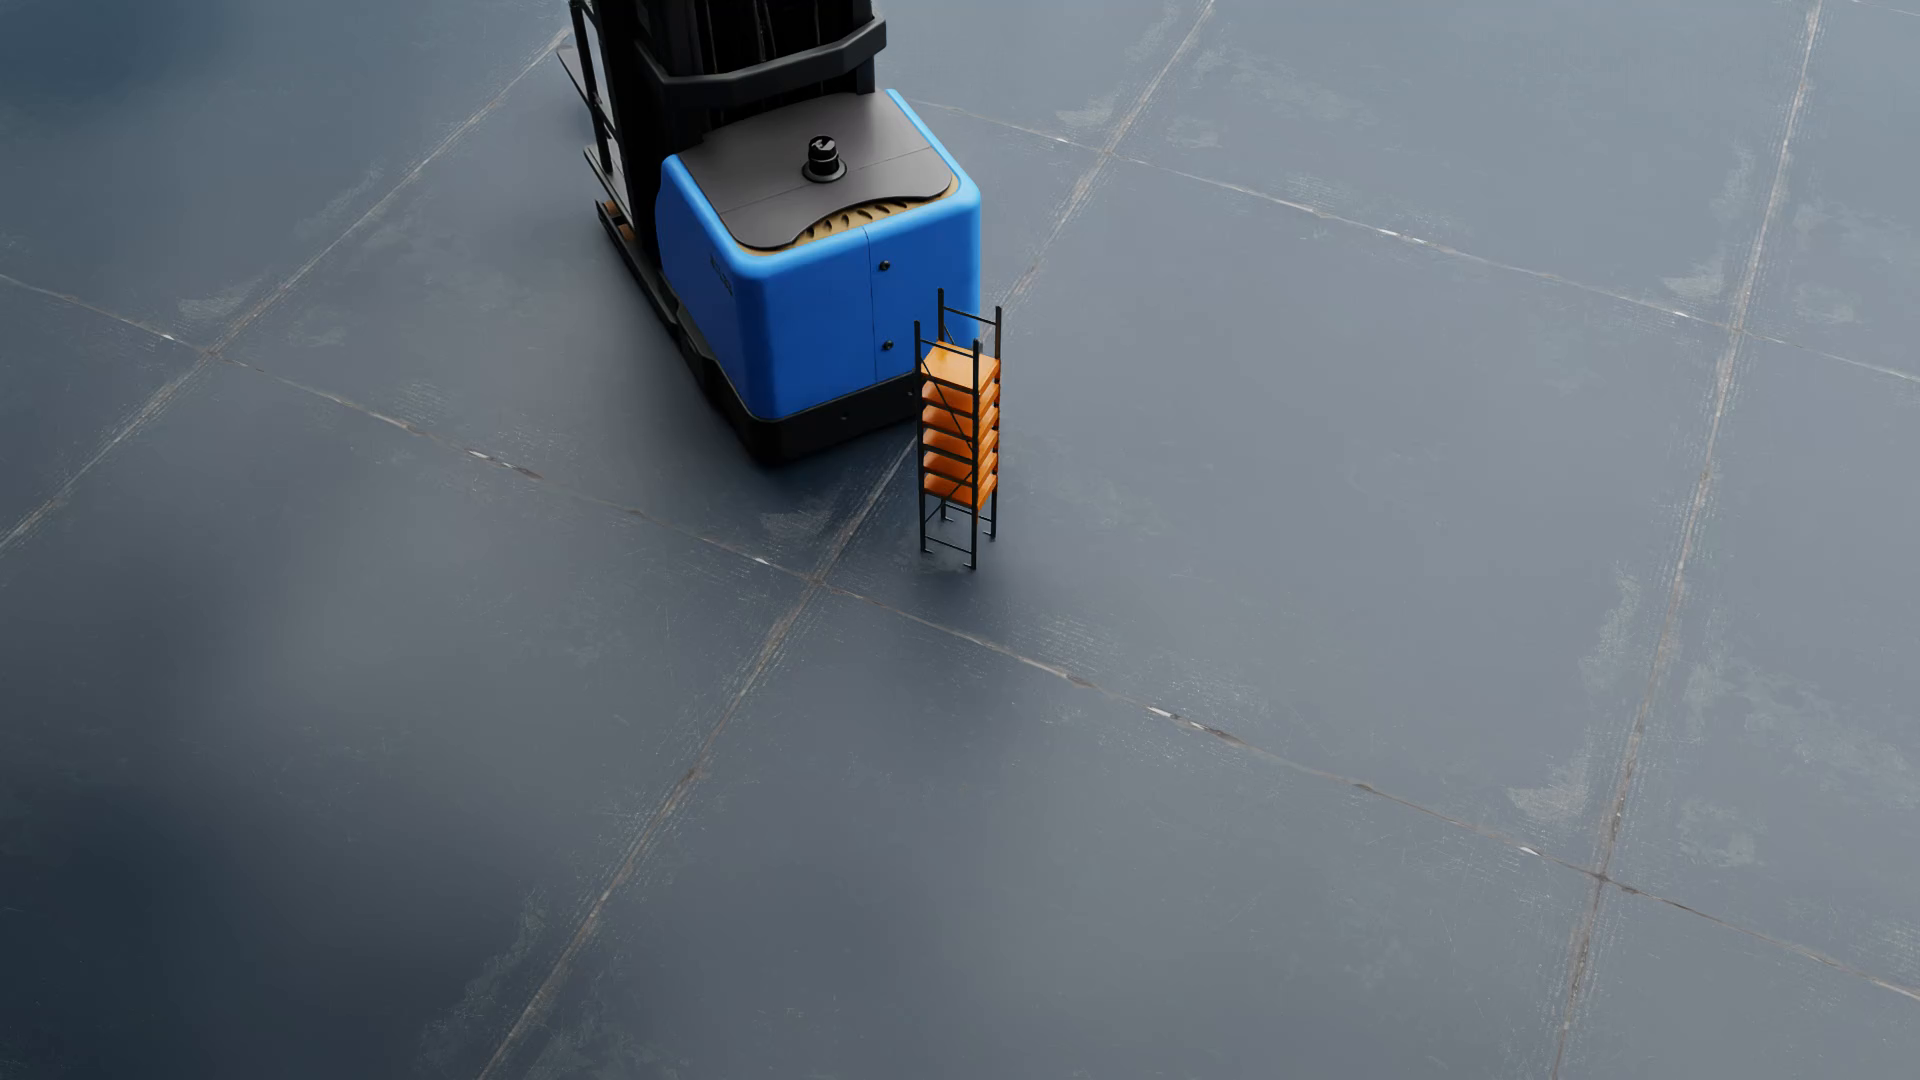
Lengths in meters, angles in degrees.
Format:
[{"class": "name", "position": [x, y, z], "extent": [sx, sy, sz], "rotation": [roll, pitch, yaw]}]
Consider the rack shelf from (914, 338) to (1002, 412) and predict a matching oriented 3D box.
[{"class": "rack shelf", "position": [-0.006, -0.583, 5.859], "extent": [0.258, 0.103, 0.180], "rotation": [20, 52, 16]}]

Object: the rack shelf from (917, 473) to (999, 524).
[{"class": "rack shelf", "position": [-0.006, -0.195, 6.316], "extent": [0.258, 0.103, 0.180], "rotation": [20, 52, 16]}]

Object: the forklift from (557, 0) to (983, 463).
[{"class": "forklift", "position": [-1.033, -2.391, 6.675], "extent": [1.130, 2.935, 3.031], "rotation": [-22, 53, -17]}]

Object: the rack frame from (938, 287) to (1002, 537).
[{"class": "rack frame", "position": [0.033, -0.442, 6.153], "extent": [0.240, 1.200, 0.006], "rotation": [20, 52, 16]}]

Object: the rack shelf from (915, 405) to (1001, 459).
[{"class": "rack shelf", "position": [-0.006, -0.428, 6.042], "extent": [0.258, 0.103, 0.180], "rotation": [20, 52, 16]}]

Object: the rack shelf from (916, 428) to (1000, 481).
[{"class": "rack shelf", "position": [-0.006, -0.350, 6.134], "extent": [0.258, 0.103, 0.180], "rotation": [20, 52, 16]}]

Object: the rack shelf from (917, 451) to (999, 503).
[{"class": "rack shelf", "position": [-0.006, -0.272, 6.225], "extent": [0.258, 0.103, 0.180], "rotation": [20, 52, 16]}]

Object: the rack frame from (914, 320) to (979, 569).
[{"class": "rack frame", "position": [-0.045, -0.316, 6.046], "extent": [0.240, 1.200, 0.006], "rotation": [20, 52, 16]}]

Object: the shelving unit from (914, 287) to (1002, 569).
[{"class": "shelving unit", "position": [-0.006, -0.379, 6.100], "extent": [0.258, 1.200, 0.189], "rotation": [20, 52, 16]}]

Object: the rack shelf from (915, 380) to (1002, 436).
[{"class": "rack shelf", "position": [-0.006, -0.506, 5.951], "extent": [0.258, 0.103, 0.180], "rotation": [20, 52, 16]}]
